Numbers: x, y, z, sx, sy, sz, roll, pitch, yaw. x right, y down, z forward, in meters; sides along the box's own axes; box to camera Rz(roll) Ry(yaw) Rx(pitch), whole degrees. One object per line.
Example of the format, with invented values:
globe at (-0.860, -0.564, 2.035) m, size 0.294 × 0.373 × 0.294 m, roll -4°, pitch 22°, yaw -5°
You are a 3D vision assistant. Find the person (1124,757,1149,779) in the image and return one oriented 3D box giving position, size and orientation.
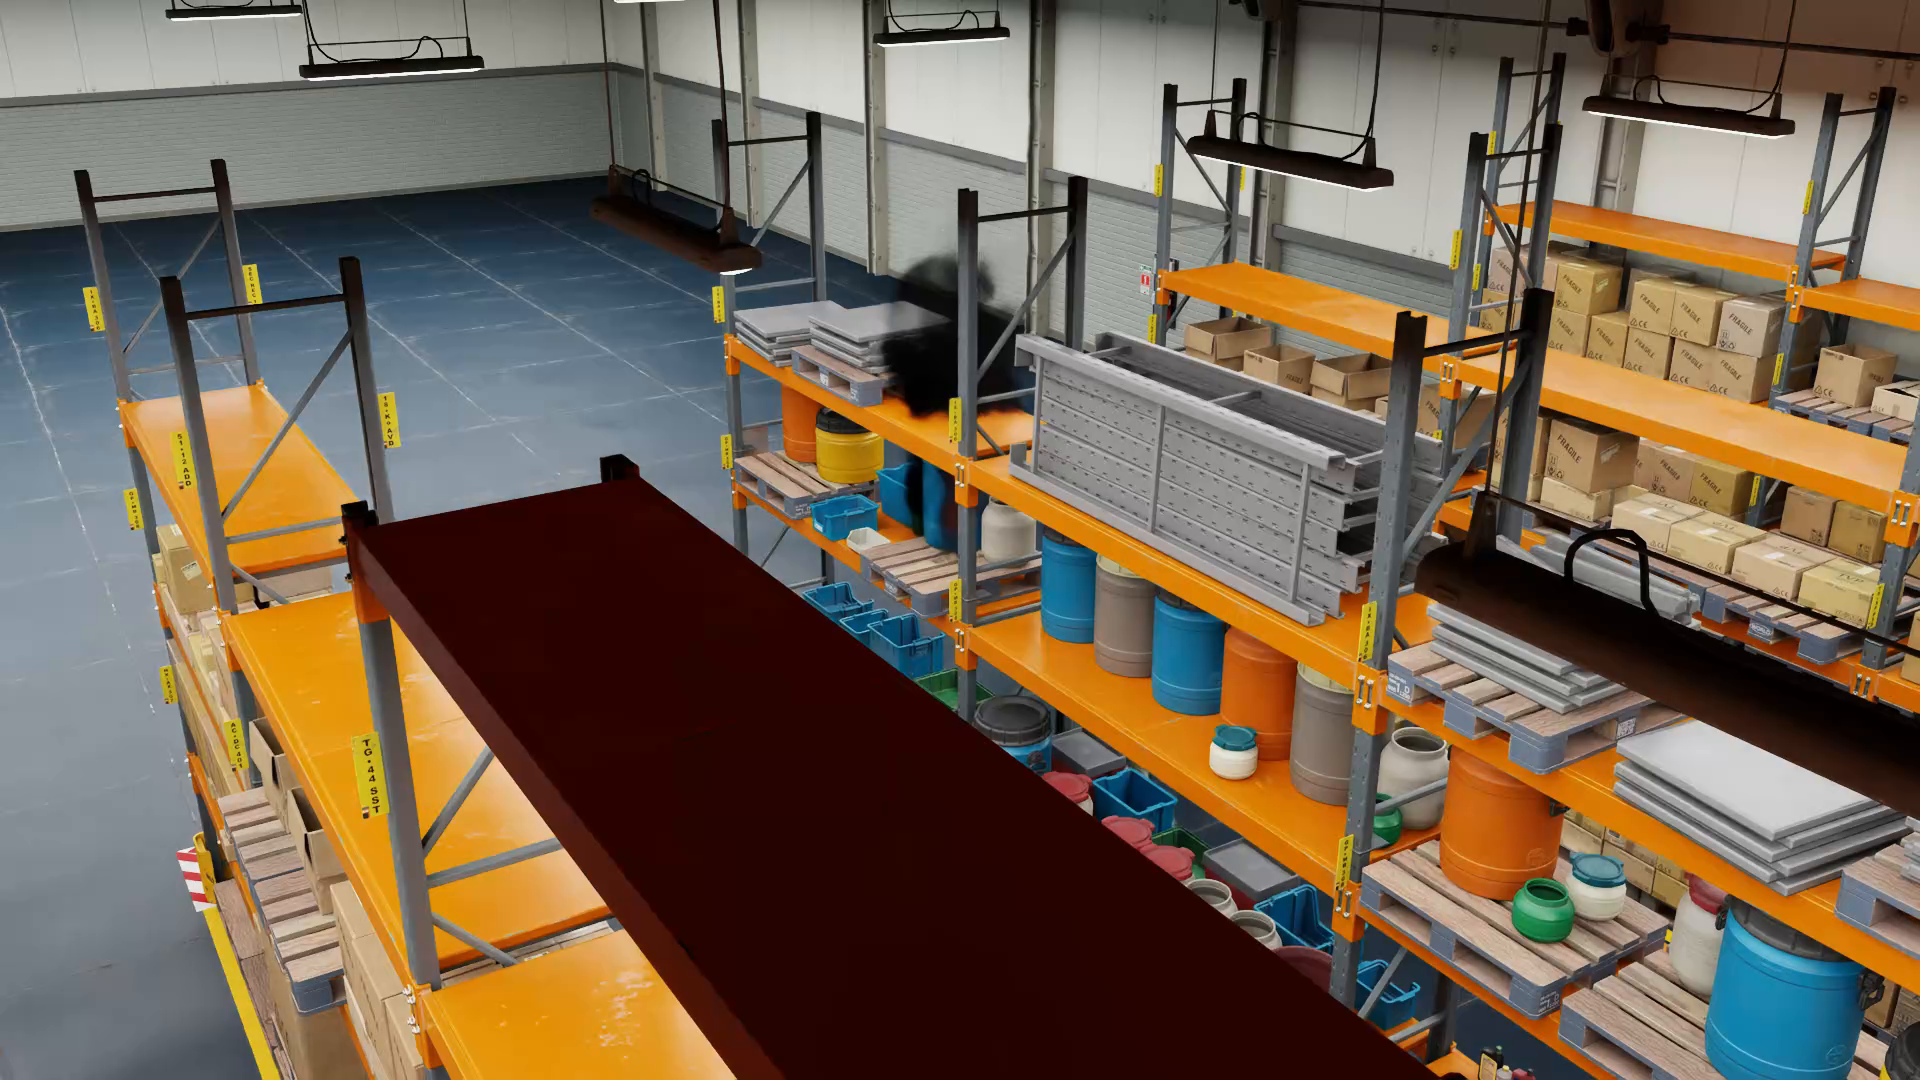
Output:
person at (1.534, 1.645, 14.284) m, size 0.611 × 1.661 × 0.506 m, roll -15°, pitch 26°, yaw -33°
